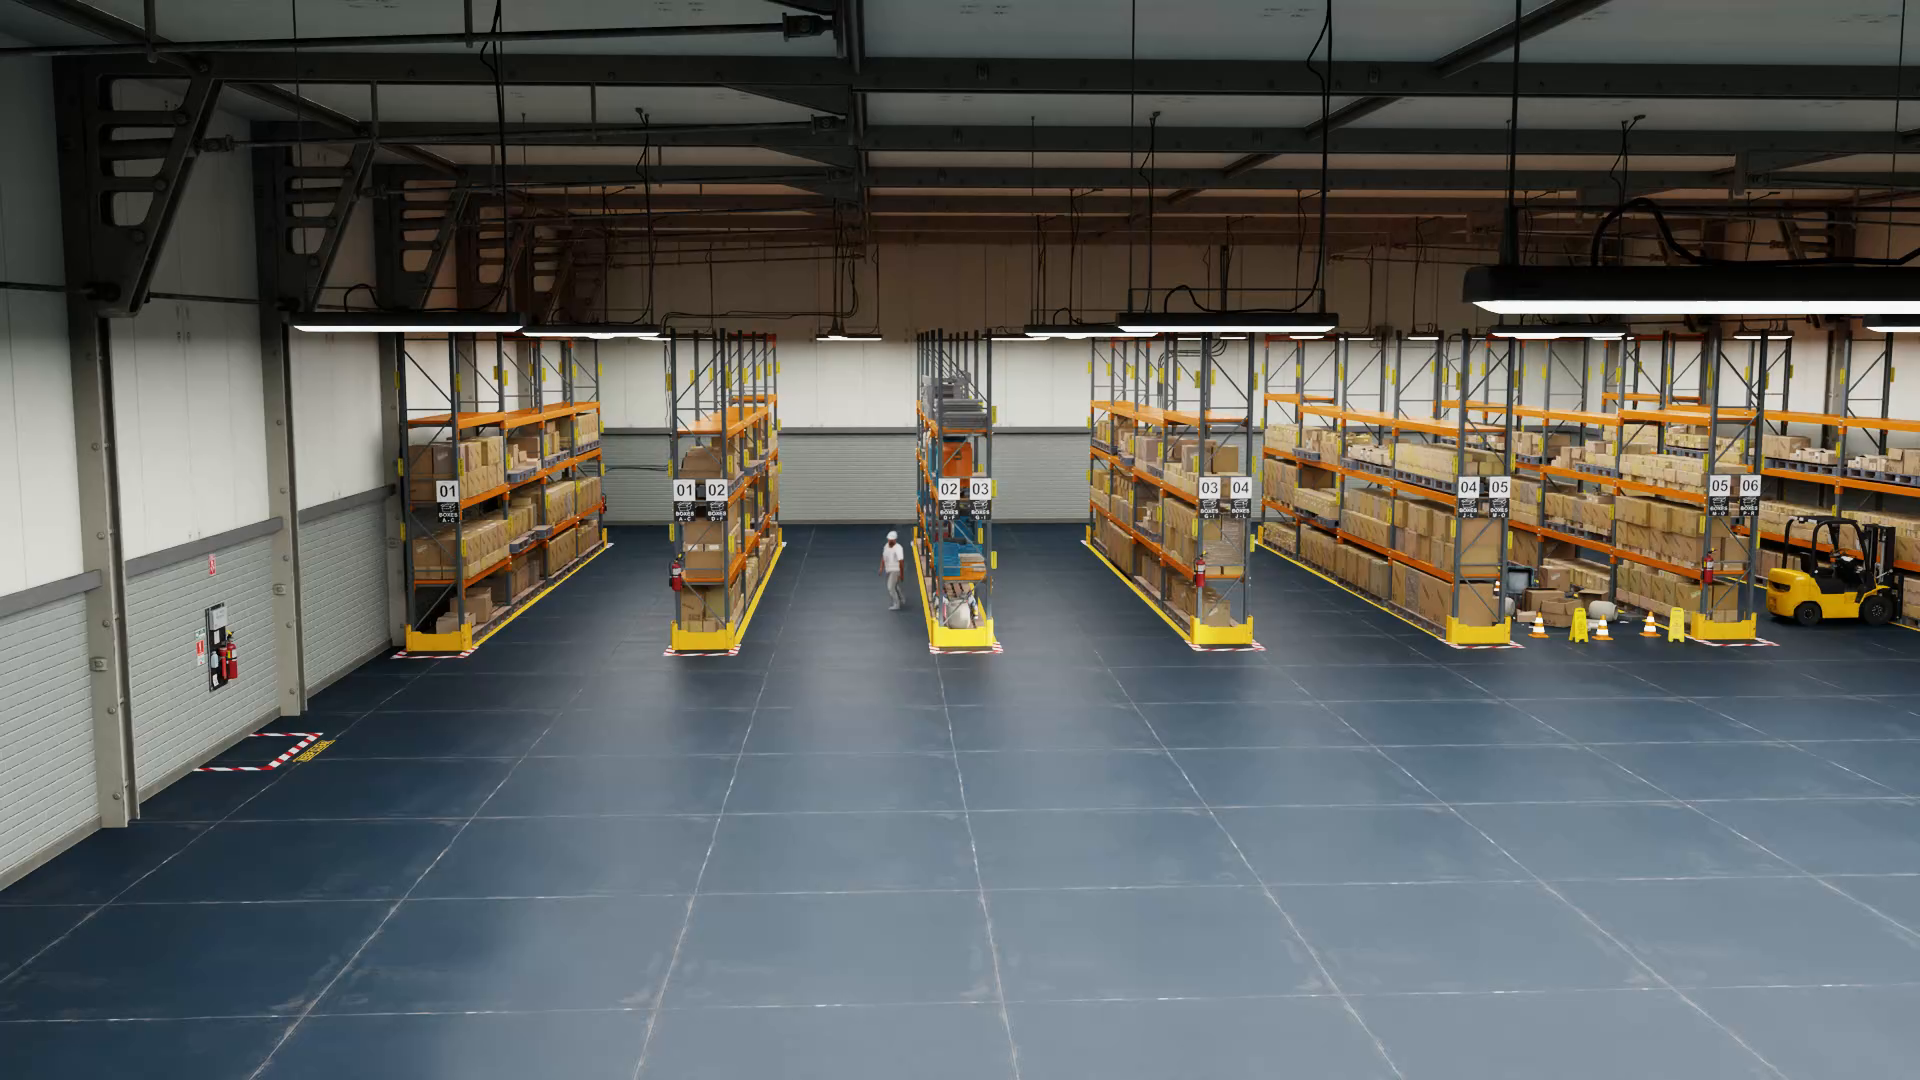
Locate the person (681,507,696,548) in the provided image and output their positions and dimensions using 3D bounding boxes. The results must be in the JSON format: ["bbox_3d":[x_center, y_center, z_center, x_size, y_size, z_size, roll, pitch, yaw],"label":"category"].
[{"bbox_3d":[-7.410,-0.407,45.277,0.575,1.632,0.943,-2,7,-17],"label":"person"}]

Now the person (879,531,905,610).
[{"bbox_3d":[-1.407,0.631,36.103,0.705,1.690,0.823,-4,8,-32],"label":"person"}]
